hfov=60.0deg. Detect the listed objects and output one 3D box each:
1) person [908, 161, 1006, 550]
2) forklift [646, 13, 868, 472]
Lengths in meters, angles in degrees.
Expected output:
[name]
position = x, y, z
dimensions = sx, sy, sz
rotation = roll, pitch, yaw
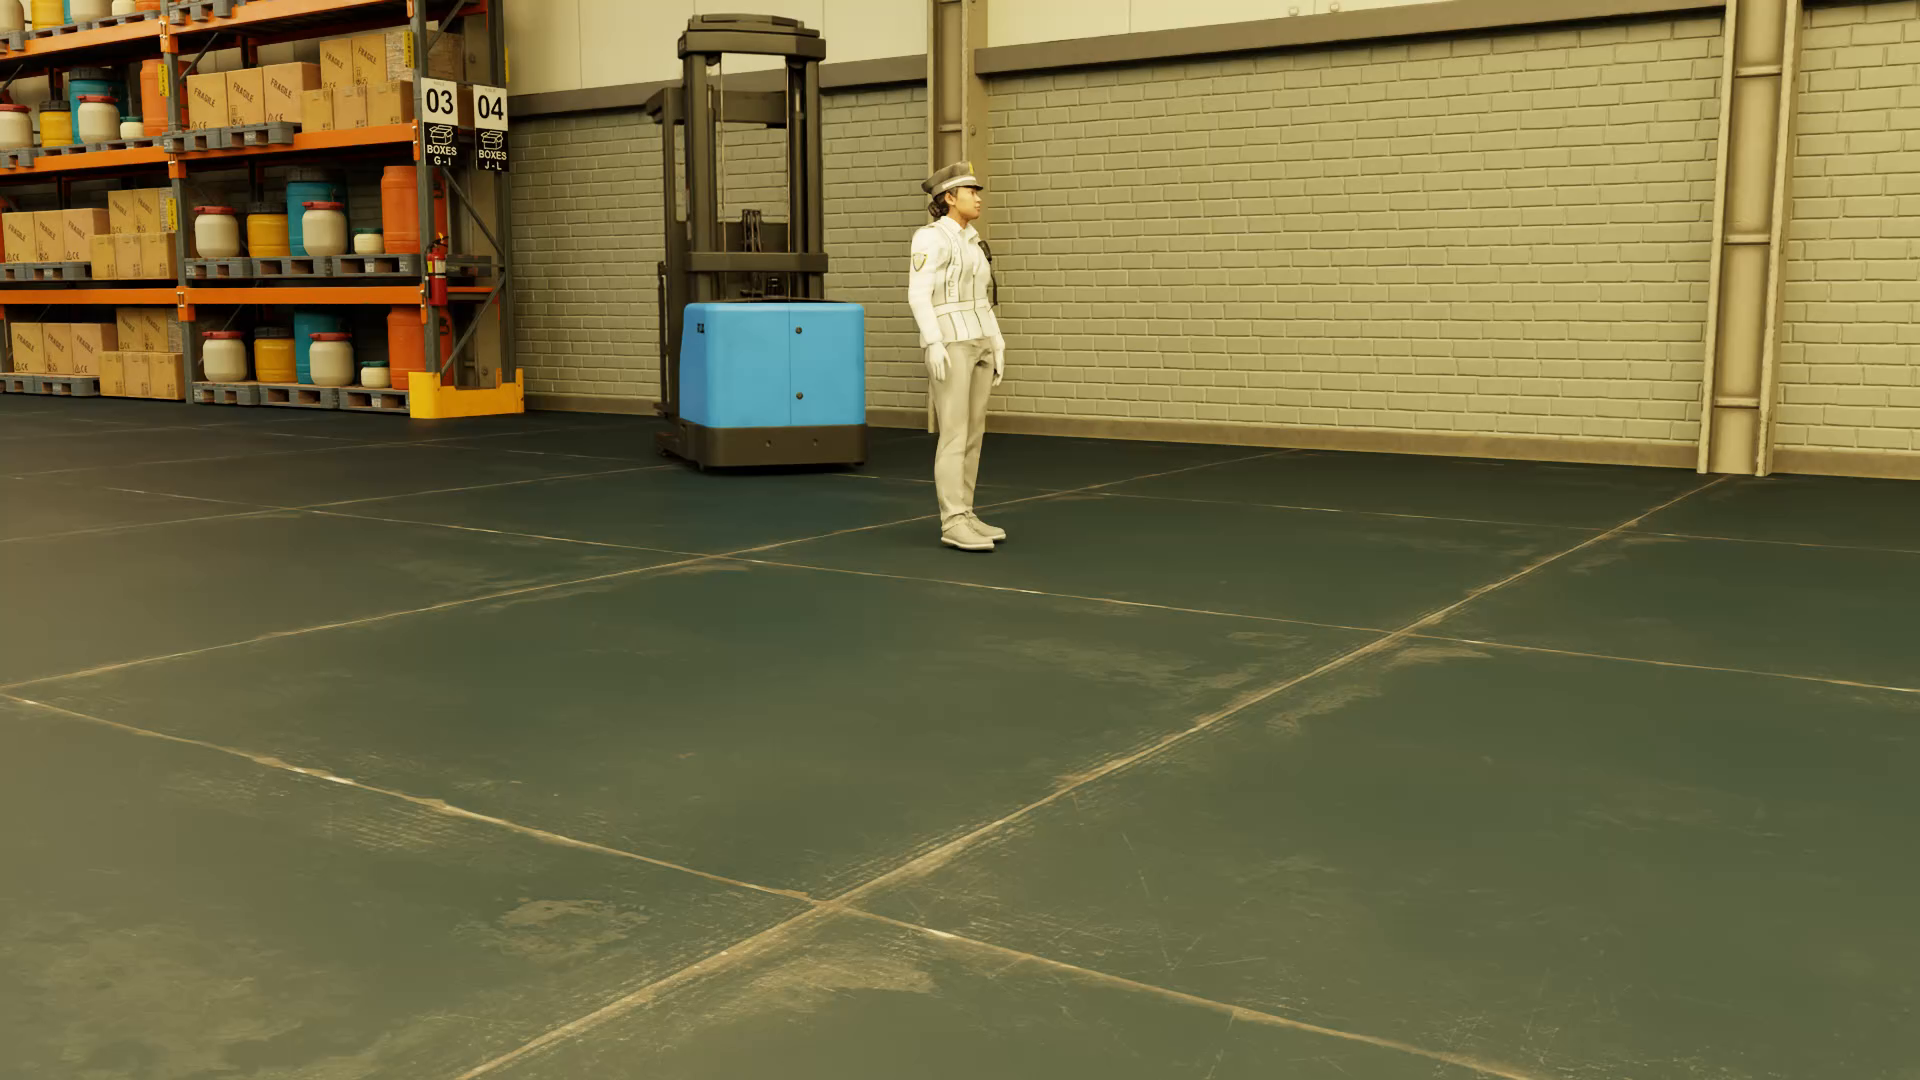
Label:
[person]
position = 0.053, -0.840, 7.439
dimensions = 0.530, 1.694, 0.587
rotation = 5, 10, 34
[forklift]
position = -1.557, -2.053, 11.631
dimensions = 1.130, 2.935, 3.031
rotation = -3, 9, -19
